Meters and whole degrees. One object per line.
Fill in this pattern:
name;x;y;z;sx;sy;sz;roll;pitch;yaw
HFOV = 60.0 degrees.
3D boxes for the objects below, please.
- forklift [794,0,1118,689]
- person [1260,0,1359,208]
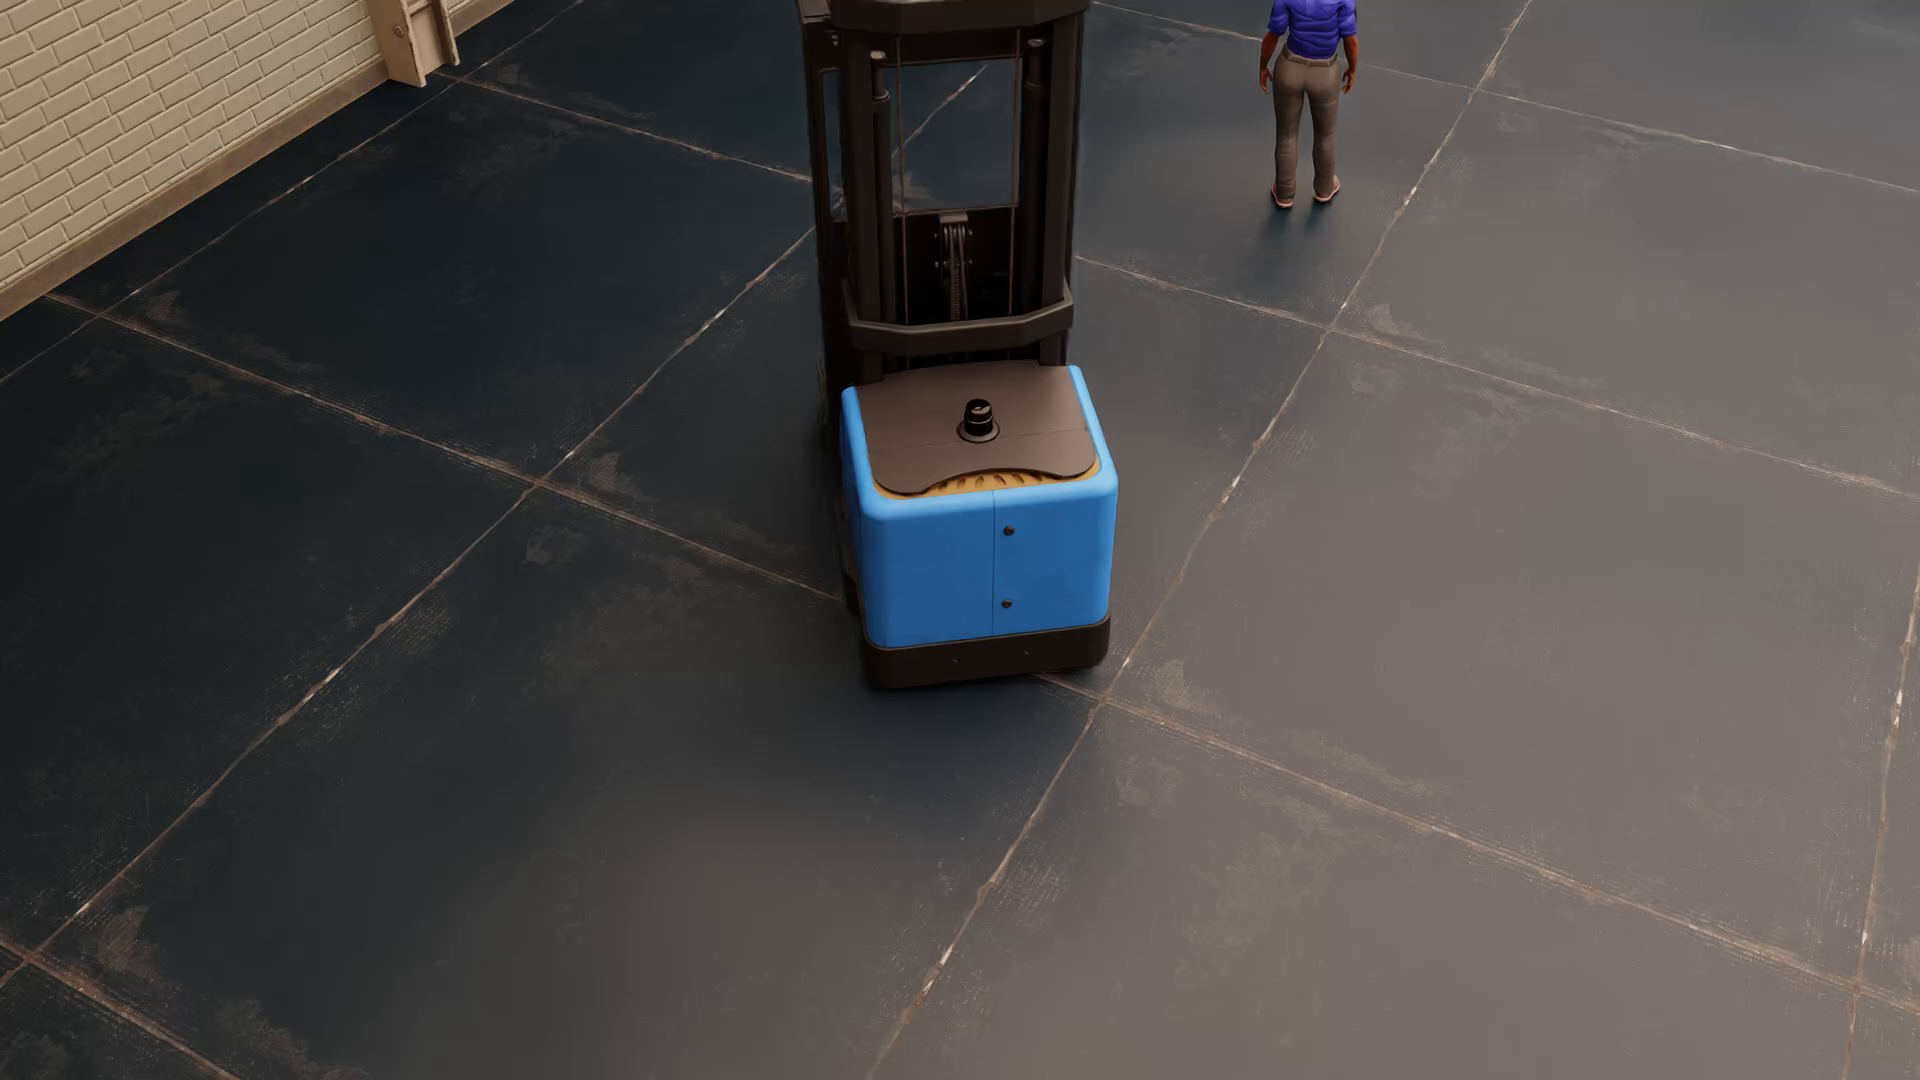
forklift;-0.105;-1.457;7.201;1.130;2.935;3.031;-6;44;-7
person;1.975;-2.651;9.393;0.570;1.648;0.504;8;44;9
